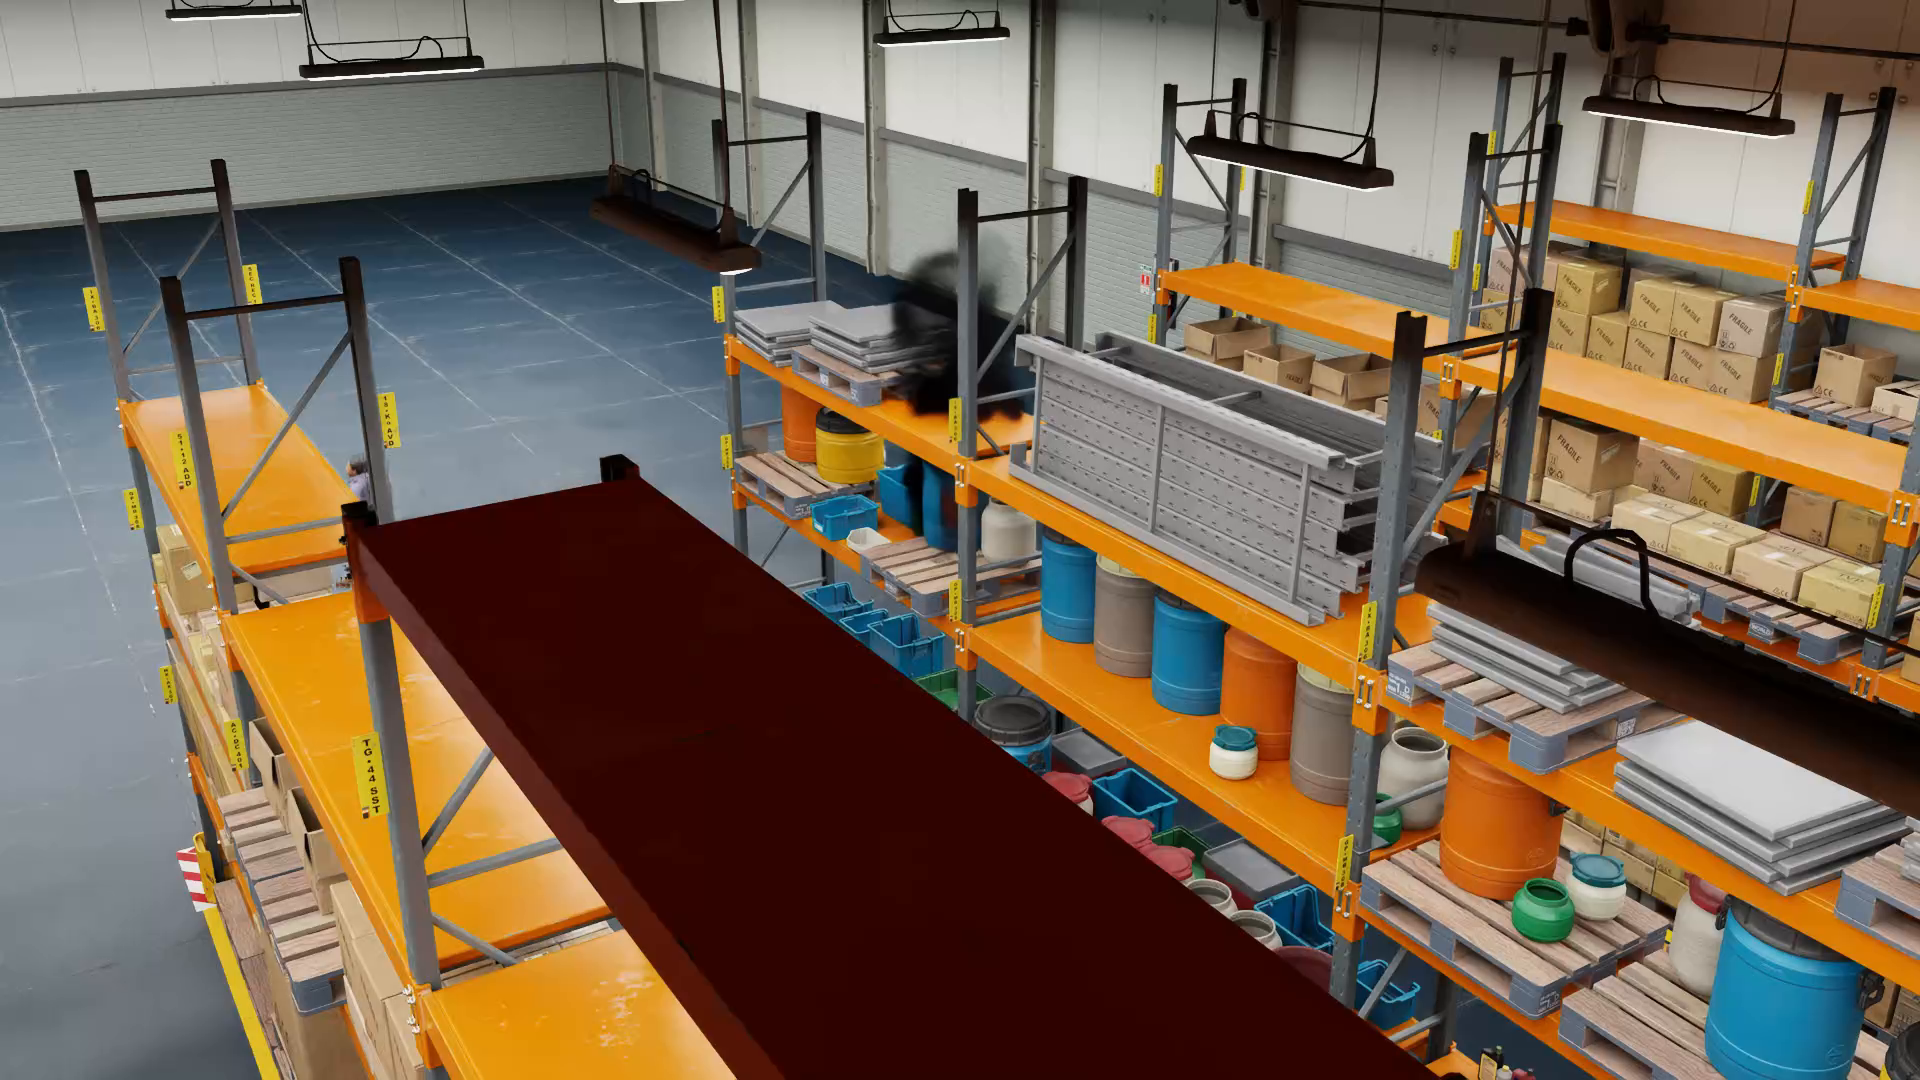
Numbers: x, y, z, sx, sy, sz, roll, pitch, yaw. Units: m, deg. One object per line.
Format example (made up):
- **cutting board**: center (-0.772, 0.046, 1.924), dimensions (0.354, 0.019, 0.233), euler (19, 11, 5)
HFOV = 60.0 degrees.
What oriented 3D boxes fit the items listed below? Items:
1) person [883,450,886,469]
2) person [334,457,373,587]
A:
- **person**: center (-1.053, -0.284, 19.752), dimensions (0.568, 1.737, 0.695), euler (0, 22, -1)
- **person**: center (-7.050, -0.195, 19.644), dimensions (0.932, 1.624, 0.607), euler (-2, 22, -4)
